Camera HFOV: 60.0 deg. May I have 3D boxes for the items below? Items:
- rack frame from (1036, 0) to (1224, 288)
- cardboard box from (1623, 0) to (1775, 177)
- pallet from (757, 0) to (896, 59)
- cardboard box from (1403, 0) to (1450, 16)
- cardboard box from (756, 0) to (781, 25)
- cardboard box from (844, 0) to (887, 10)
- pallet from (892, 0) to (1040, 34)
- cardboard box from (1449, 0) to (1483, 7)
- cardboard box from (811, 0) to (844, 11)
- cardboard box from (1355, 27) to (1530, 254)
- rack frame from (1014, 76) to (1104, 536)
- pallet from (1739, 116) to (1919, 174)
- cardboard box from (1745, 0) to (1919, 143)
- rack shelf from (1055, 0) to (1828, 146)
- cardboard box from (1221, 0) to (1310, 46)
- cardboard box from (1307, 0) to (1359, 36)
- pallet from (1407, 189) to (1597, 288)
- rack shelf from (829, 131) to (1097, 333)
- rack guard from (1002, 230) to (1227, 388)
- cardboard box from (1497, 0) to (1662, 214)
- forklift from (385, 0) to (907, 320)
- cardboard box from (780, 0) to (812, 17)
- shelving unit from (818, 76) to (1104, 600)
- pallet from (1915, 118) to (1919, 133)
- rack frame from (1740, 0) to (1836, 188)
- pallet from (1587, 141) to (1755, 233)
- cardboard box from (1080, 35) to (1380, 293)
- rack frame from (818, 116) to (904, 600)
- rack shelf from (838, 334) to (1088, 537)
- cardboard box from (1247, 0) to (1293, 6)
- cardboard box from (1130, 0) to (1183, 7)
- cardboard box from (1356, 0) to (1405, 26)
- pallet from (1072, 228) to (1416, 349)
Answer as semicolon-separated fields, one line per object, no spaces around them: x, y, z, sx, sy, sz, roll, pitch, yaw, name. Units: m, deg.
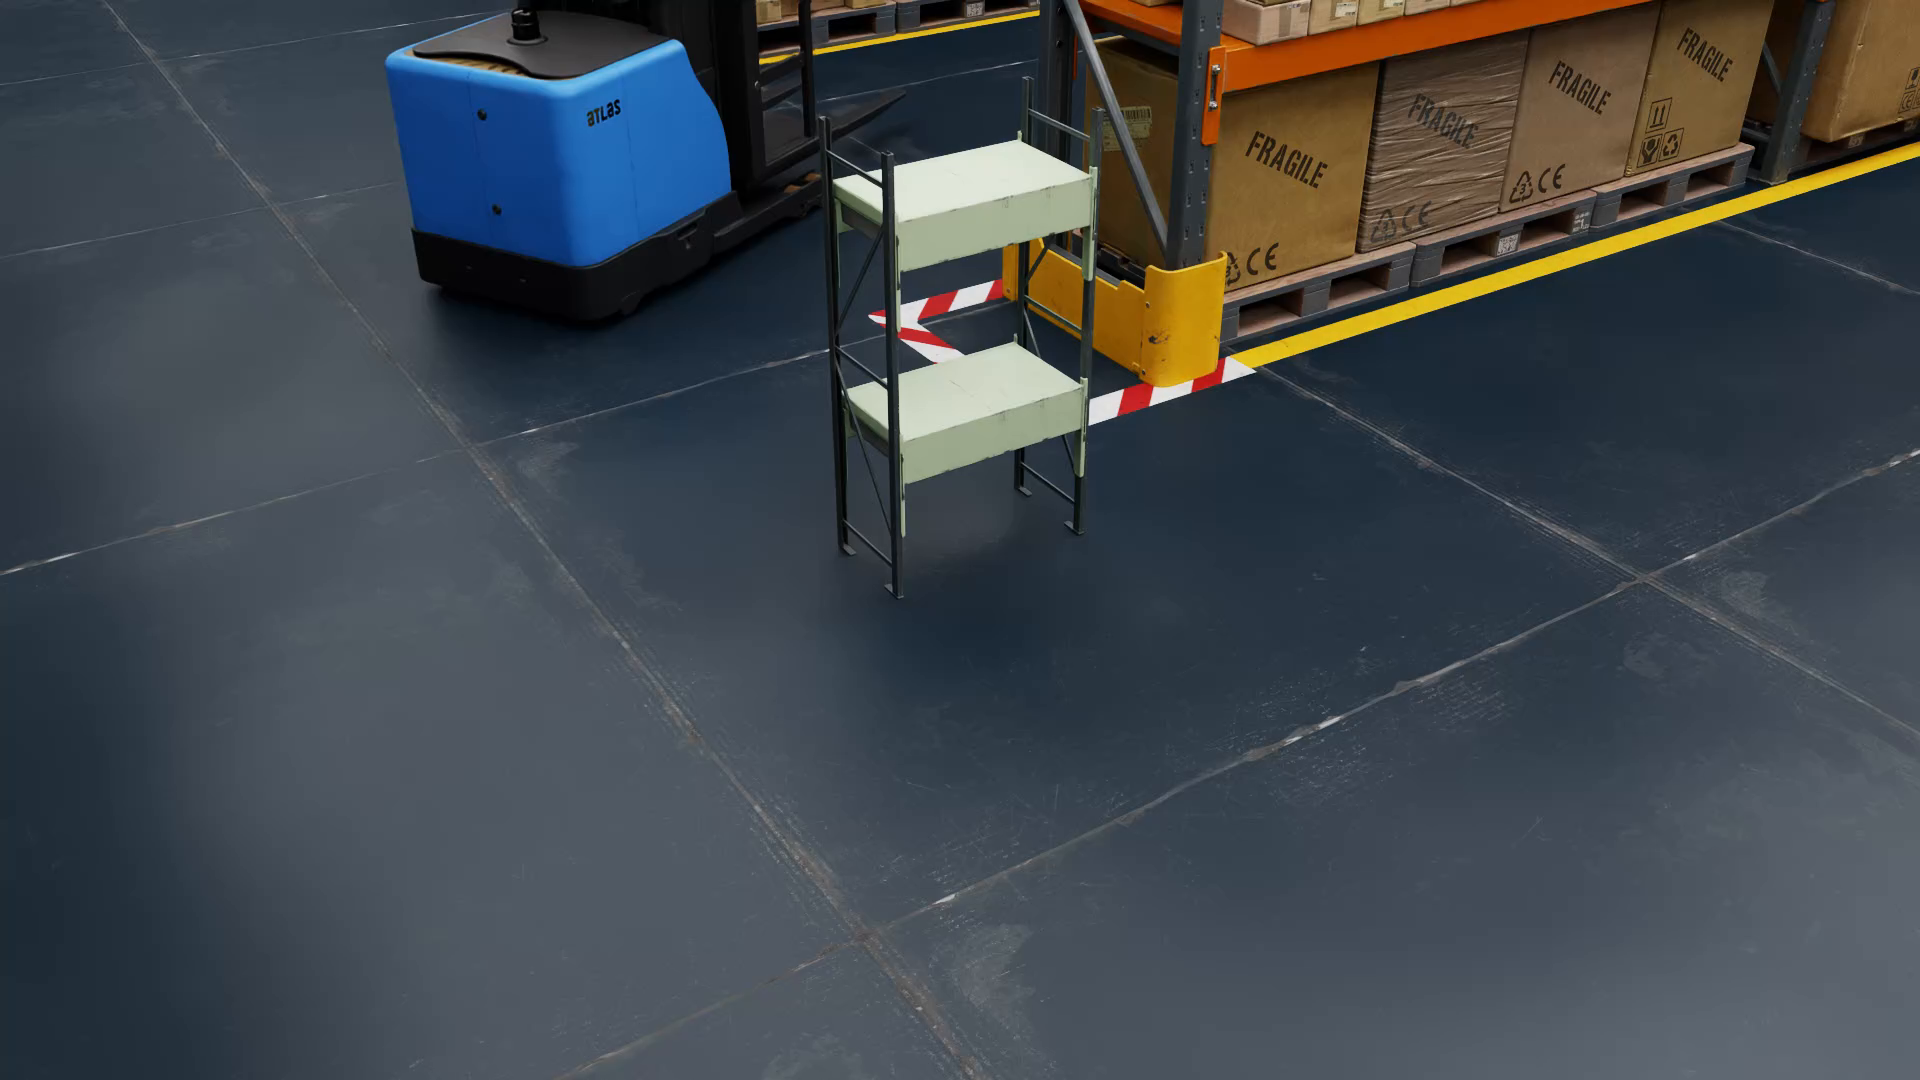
0.647;-2.190;6.411;0.127;3.000;1.000;-19;37;-27;rack frame
3.411;-2.471;8.453;0.875;0.875;0.875;-19;37;-27;cardboard box
-1.189;-3.505;11.109;1.213;0.211;1.003;-19;37;-27;pallet
1.773;-2.264;6.762;0.250;0.149;0.380;-20;37;-28;cardboard box
-1.341;-3.423;10.644;0.250;0.149;0.380;-18;37;-26;cardboard box
-0.687;-3.635;10.980;0.250;0.149;0.380;-18;37;-27;cardboard box
-0.165;-3.856;11.665;1.213;0.211;1.003;-19;37;-27;pallet
1.987;-2.337;6.878;0.250;0.149;0.380;-20;37;-28;cardboard box
-0.961;-3.611;10.941;0.250;0.149;0.380;-19;37;-27;cardboard box
1.907;-1.953;7.633;0.875;0.875;0.875;-19;37;-27;cardboard box
0.313;-0.742;5.521;0.023;1.500;0.400;-19;37;-27;rack frame
4.617;-2.424;9.395;1.213;0.211;1.003;-19;37;-27;pallet
4.536;-2.820;9.006;0.875;0.875;1.225;-19;37;-27;cardboard box
2.328;-2.464;7.519;4.000;0.370;1.077;-19;37;-27;rack shelf
1.124;-2.039;6.406;0.250;0.149;0.380;-19;37;-27;cardboard box
1.339;-2.113;6.524;0.250;0.149;0.380;-20;37;-28;cardboard box
2.301;-1.628;8.132;1.213;0.211;1.003;-19;37;-27;pallet
0.006;-0.966;5.145;0.720;0.370;0.431;-19;37;-27;rack shelf
0.627;-1.126;7.067;0.348;0.500;1.175;-19;37;-27;rack guard
2.655;-2.210;8.041;0.875;0.875;0.875;-19;37;-27;cardboard box
-1.301;-2.941;7.664;1.130;2.935;3.031;16;36;23;forklift
-1.166;-3.536;10.822;0.250;0.149;0.380;-19;37;-27;cardboard box
0.006;-0.636;5.353;0.755;1.500;0.431;-19;37;-27;shelving unit
5.643;-2.779;9.957;1.213;0.211;1.003;-19;37;-27;pallet
4.009;-3.347;8.244;0.127;3.000;1.000;-19;37;-27;rack frame
3.328;-1.982;8.695;1.213;0.211;1.003;-19;37;-27;pallet
1.142;-1.690;7.216;0.875;0.875;0.875;-19;37;-27;cardboard box
-0.302;-0.530;5.185;0.023;1.500;0.400;-19;37;-27;rack frame
0.006;-0.361;5.527;0.720;0.370;0.431;-19;37;-27;rack shelf
1.197;-2.270;6.399;0.500;0.250;0.500;-20;37;-28;cardboard box
0.768;-2.335;6.875;0.250;0.149;0.380;-18;37;-26;cardboard box
1.554;-2.188;6.642;0.250;0.149;0.380;-20;37;-28;cardboard box
1.277;-1.277;7.577;1.213;0.211;1.003;-19;37;-27;pallet
